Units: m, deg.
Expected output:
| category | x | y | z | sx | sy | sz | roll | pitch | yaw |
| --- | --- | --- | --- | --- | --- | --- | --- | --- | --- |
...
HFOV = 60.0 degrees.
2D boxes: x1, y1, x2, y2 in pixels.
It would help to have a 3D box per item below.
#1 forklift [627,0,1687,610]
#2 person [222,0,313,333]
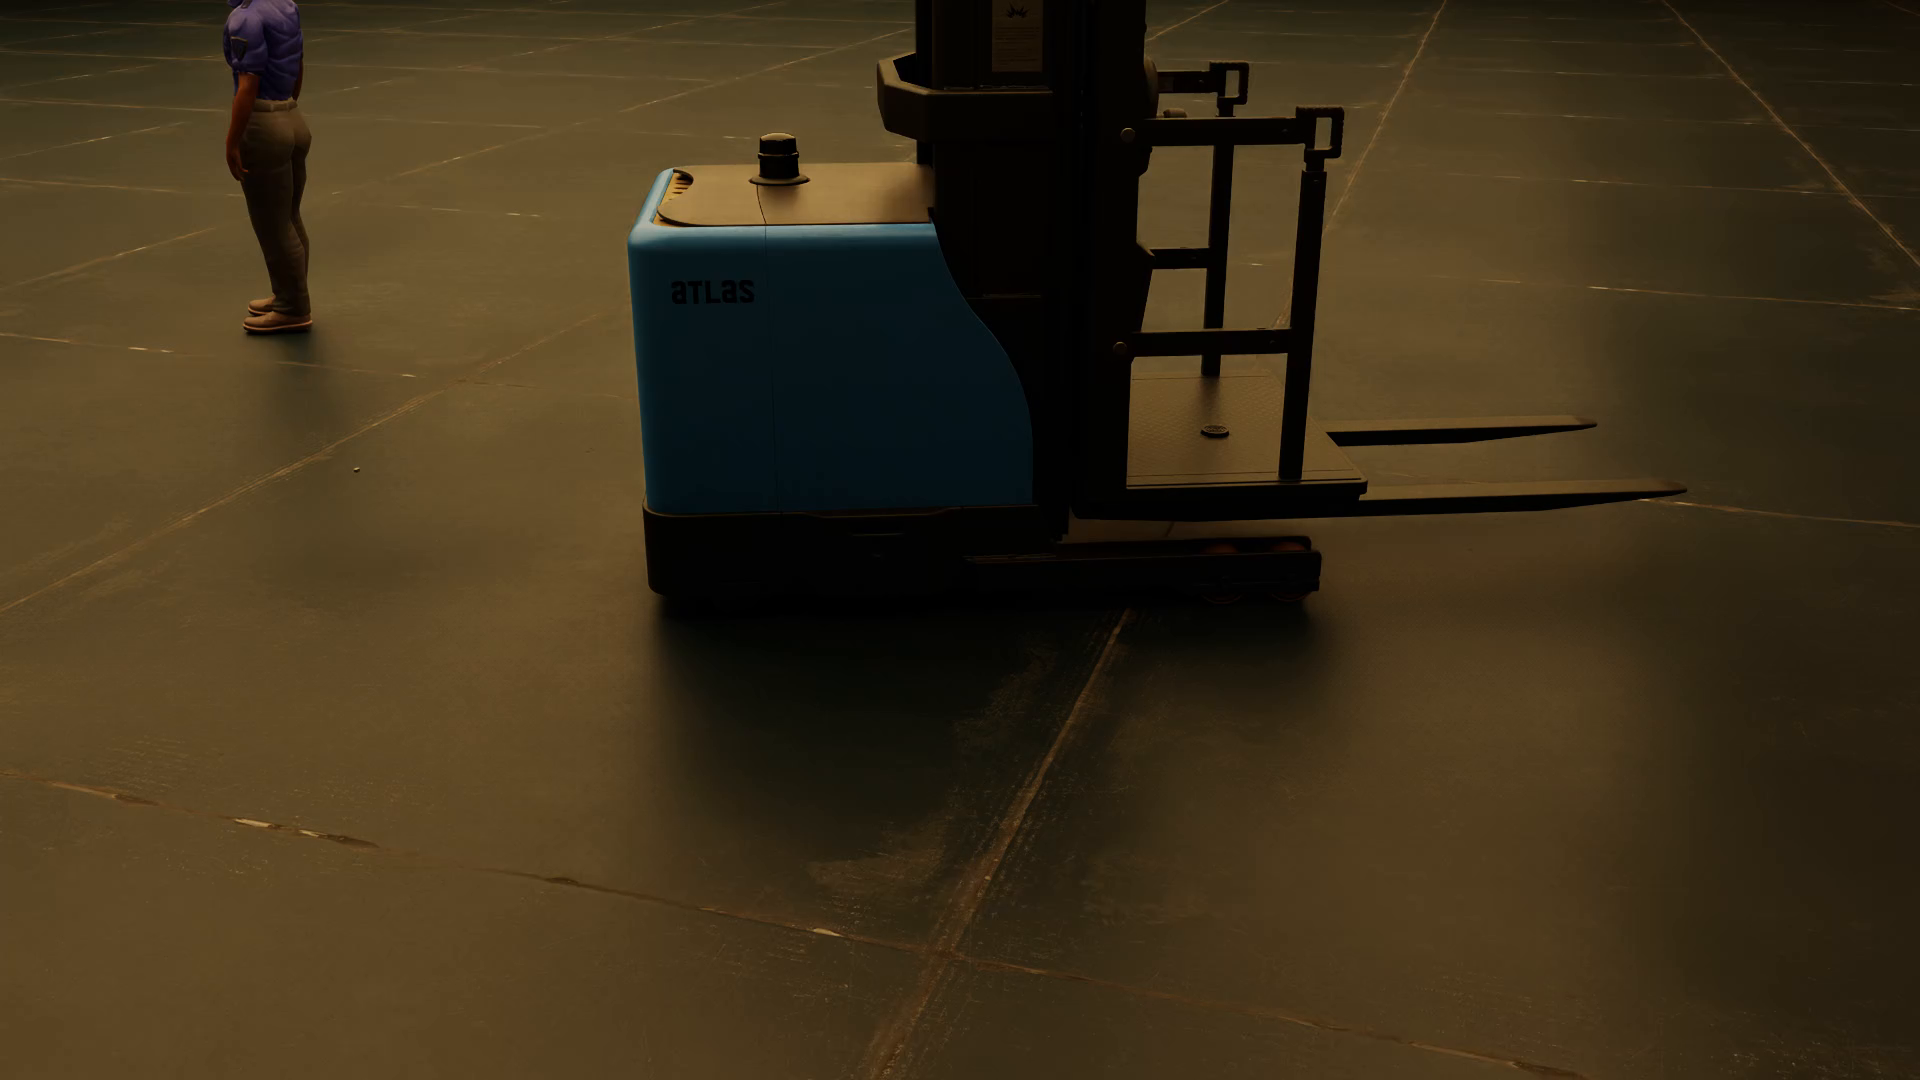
| category | x | y | z | sx | sy | sz | roll | pitch | yaw |
| --- | --- | --- | --- | --- | --- | --- | --- | --- | --- |
| forklift | 0.606 | -1.374 | 4.608 | 3.031 | 2.935 | 1.130 | -2 | 23 | -4 |
| person | -3.016 | -1.713 | 7.082 | 0.503 | 1.656 | 0.569 | 1 | 22 | 3 |
